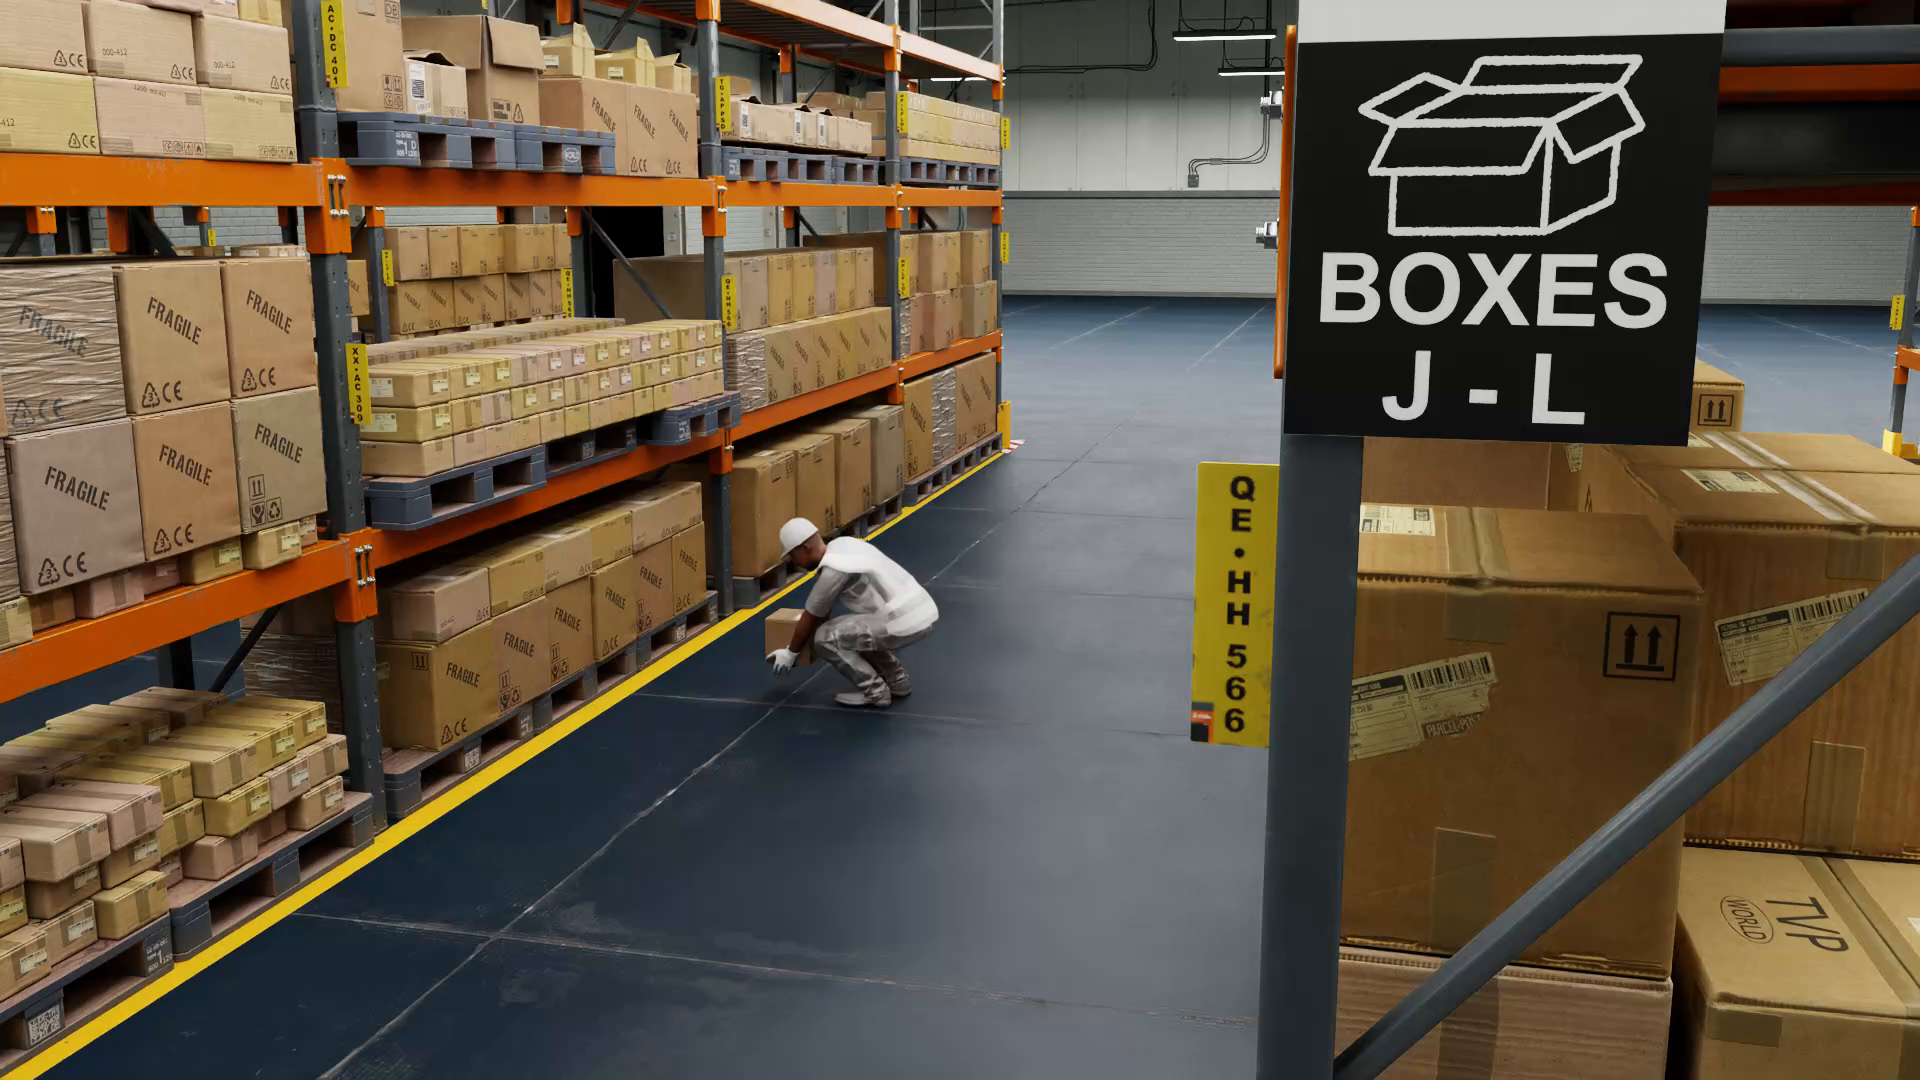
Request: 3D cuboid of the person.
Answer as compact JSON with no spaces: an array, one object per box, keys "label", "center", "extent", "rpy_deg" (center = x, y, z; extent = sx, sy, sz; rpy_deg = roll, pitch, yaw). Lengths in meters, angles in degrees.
[{"label":"person","center":[-0.584,0.382,8.993],"extent":[0.907,1.006,0.563],"rpy_deg":[3,12,13]}]
